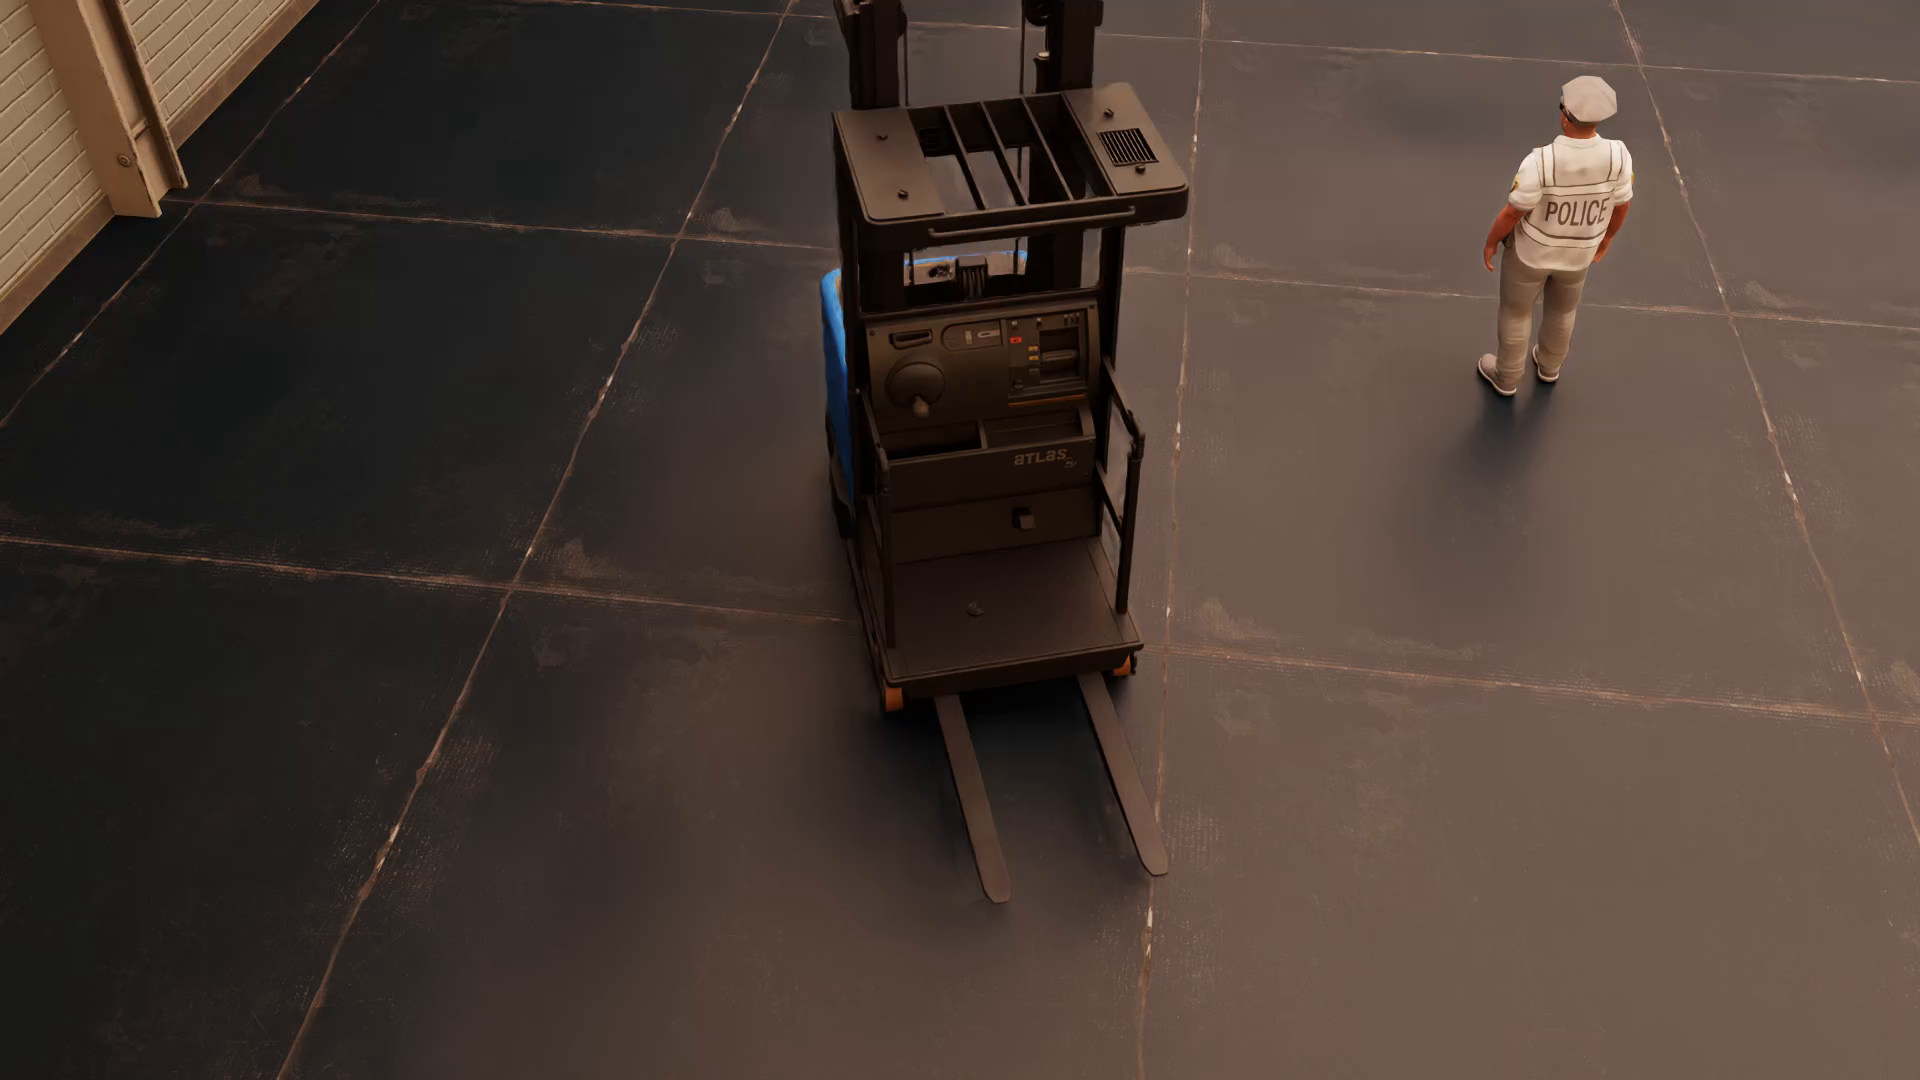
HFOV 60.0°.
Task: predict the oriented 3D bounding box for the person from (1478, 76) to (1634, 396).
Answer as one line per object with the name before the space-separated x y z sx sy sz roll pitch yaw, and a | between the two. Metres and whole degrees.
person | 2.895 -1.499 8.195 0.641 1.780 0.575 -1 43 -1

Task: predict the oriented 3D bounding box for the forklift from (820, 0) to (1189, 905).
forklift | 0.141 -0.627 6.407 1.130 2.935 3.031 -8 43 -9
